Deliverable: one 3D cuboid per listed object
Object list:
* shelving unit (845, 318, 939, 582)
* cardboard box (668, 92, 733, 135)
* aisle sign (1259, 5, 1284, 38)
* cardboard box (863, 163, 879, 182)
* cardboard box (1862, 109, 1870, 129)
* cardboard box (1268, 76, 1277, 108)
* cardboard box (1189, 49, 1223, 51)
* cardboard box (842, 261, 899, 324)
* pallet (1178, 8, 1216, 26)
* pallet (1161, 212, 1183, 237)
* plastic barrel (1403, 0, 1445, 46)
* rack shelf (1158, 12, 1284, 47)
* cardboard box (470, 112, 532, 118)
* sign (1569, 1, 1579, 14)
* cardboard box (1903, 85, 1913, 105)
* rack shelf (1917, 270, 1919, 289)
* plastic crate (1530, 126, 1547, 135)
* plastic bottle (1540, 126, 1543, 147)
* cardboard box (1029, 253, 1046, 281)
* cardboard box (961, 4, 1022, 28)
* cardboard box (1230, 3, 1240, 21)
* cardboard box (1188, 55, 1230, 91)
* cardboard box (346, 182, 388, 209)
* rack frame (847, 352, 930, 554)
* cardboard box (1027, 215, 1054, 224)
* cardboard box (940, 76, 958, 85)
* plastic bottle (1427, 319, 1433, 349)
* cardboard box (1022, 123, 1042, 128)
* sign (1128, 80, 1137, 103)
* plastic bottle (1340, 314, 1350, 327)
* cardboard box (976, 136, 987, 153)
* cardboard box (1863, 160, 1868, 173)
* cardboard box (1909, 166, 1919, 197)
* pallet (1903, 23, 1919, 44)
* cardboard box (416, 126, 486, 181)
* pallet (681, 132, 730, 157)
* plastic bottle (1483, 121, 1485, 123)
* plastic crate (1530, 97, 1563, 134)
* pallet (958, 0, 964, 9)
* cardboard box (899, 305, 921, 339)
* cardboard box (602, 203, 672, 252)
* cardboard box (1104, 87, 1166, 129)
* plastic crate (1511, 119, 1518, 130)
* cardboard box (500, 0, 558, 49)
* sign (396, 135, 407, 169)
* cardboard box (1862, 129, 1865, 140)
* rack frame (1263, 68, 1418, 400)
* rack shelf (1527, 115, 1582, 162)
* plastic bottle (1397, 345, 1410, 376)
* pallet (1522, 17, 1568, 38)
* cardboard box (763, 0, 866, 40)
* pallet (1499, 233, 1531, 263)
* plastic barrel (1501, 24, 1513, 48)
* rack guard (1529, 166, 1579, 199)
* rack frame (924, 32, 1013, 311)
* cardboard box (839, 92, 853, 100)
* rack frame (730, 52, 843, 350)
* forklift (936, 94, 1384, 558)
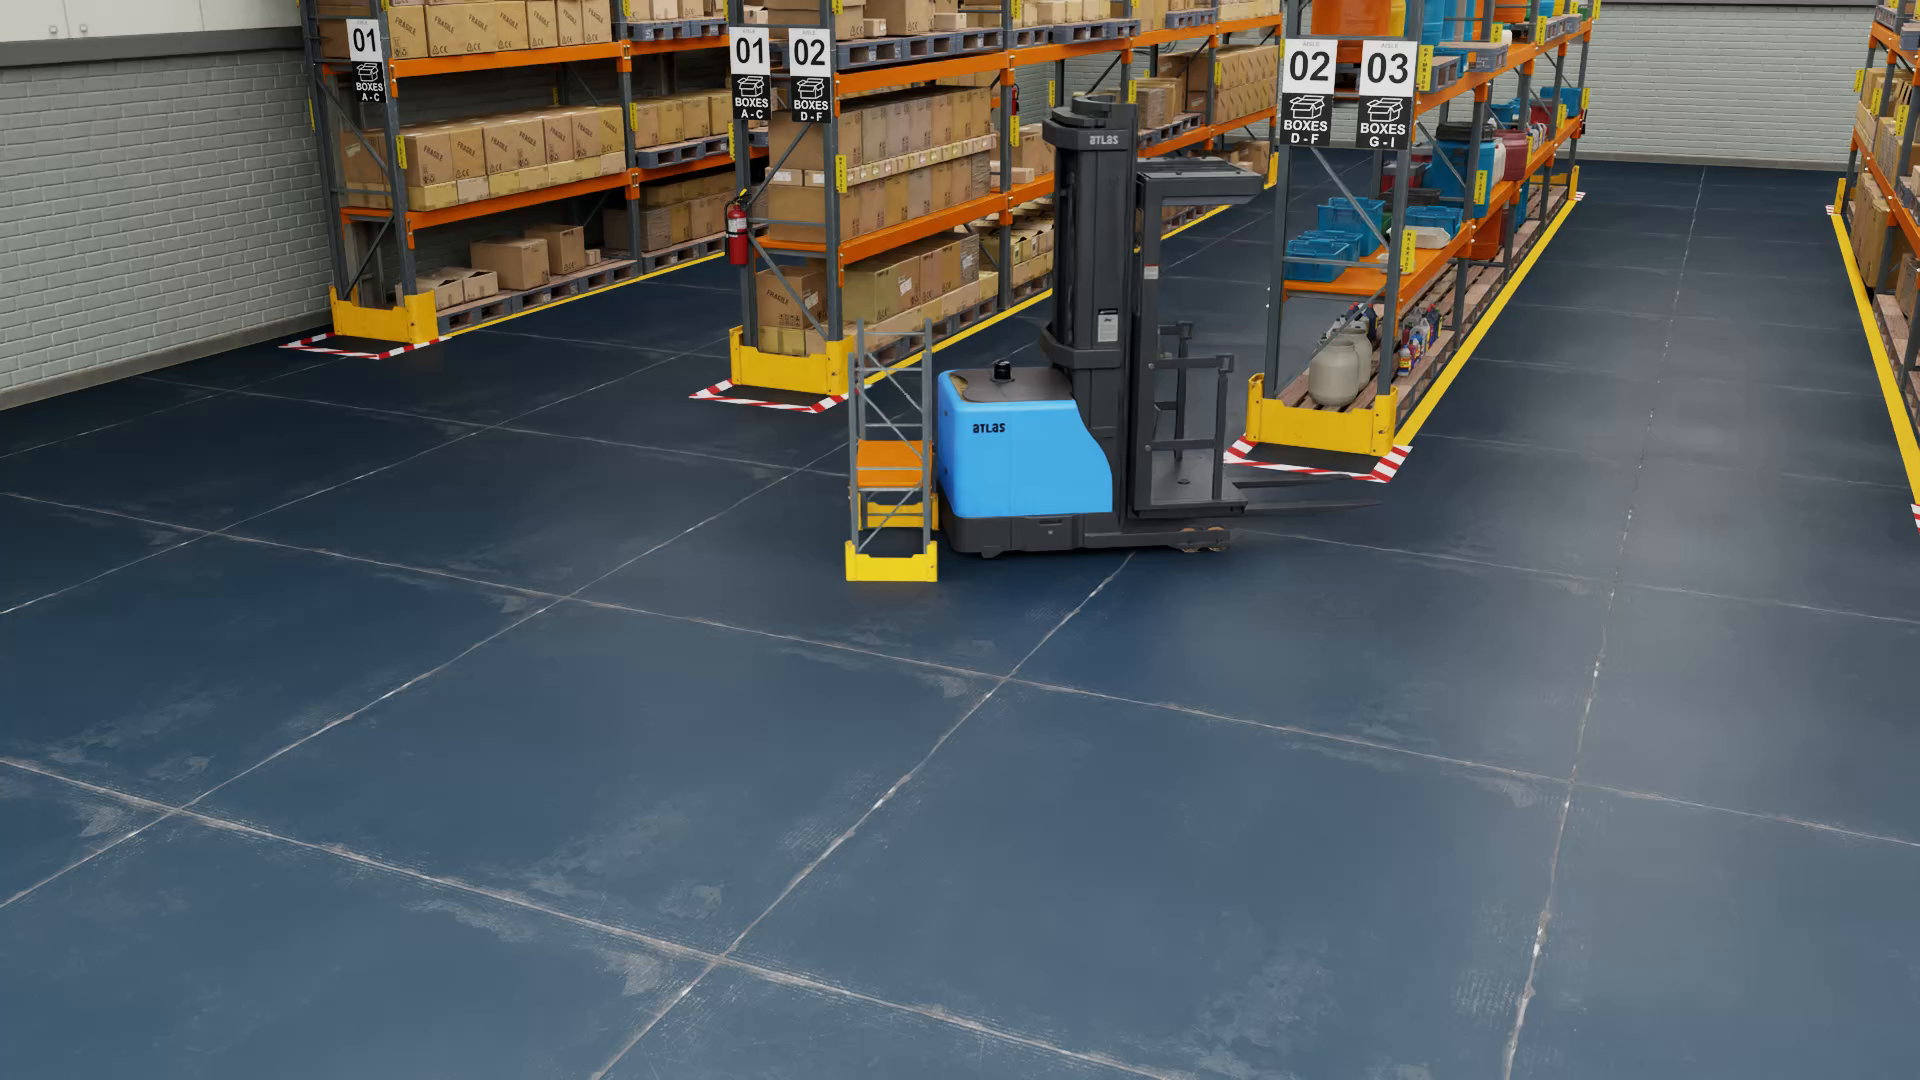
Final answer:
[{"bbox_3d":[-0.443,-0.620,10.972,0.587,1.500,1.083,0,20,0],"label":"shelving unit"},{"bbox_3d":[-3.470,-5.712,22.247,0.700,0.500,0.500,9,21,23],"label":"cardboard box"},{"bbox_3d":[5.308,-8.957,28.298,0.394,0.787,0.004,9,21,23],"label":"aisle sign"},{"bbox_3d":[-0.985,-3.462,15.611,0.380,0.149,0.250,9,21,23],"label":"cardboard box"},{"bbox_3d":[12.969,-5.879,23.304,0.500,0.250,0.500,8,21,22],"label":"cardboard box"},{"bbox_3d":[5.065,-7.626,28.286,0.500,0.500,0.500,9,22,24],"label":"cardboard box"},{"bbox_3d":[3.954,-7.703,27.012,0.500,0.500,0.500,8,21,22],"label":"cardboard box"},{"bbox_3d":[-0.926,-2.404,16.110,0.500,0.500,0.500,9,21,23],"label":"cardboard box"},{"bbox_3d":[3.031,-7.665,24.350,1.213,0.211,1.003,9,21,23],"label":"pallet"},{"bbox_3d":[2.566,-4.588,24.056,1.003,0.211,1.213,9,21,23],"label":"pallet"},{"bbox_3d":[4.099,-4.962,15.093,0.600,0.901,0.708,9,21,23],"label":"plastic barrel"},{"bbox_3d":[4.181,-8.216,26.692,1.077,0.370,4.000,9,21,23],"label":"rack shelf"},{"bbox_3d":[-5.242,-4.631,19.090,0.500,0.500,0.500,9,22,24],"label":"cardboard box"},{"bbox_3d":[8.381,-7.191,22.723,0.100,0.325,0.005,9,21,23],"label":"sign"},{"bbox_3d":[11.613,-5.093,19.667,0.797,0.503,0.637,9,22,24],"label":"cardboard box"},{"bbox_3d":[8.304,-1.774,13.054,1.077,0.370,4.000,9,21,23],"label":"rack shelf"},{"bbox_3d":[8.201,-5.876,23.820,0.396,0.136,0.243,9,21,23],"label":"plastic crate"},{"bbox_3d":[7.864,-5.515,22.684,0.152,0.276,0.135,9,21,23],"label":"plastic bottle"},{"bbox_3d":[0.688,-3.233,19.559,0.500,0.250,0.500,9,22,24],"label":"cardboard box"},{"bbox_3d":[0.347,-5.812,18.456,0.500,0.250,0.500,11,22,28],"label":"cardboard box"},{"bbox_3d":[3.996,-8.140,25.628,0.500,0.250,0.500,9,21,23],"label":"cardboard box"},{"bbox_3d":[3.812,-7.154,25.467,0.500,0.500,0.500,9,22,24],"label":"cardboard box"},{"bbox_3d":[-6.058,-3.649,17.446,0.500,0.250,0.500,9,21,23],"label":"cardboard box"},{"bbox_3d":[-0.442,-0.446,10.485,0.500,1.500,0.032,0,20,0],"label":"rack frame"},{"bbox_3d":[1.111,-3.814,20.356,0.500,0.311,0.500,9,22,24],"label":"cardboard box"},{"bbox_3d":[-0.618,-7.736,28.298,0.980,0.700,0.700,8,21,21],"label":"cardboard box"},{"bbox_3d":[4.496,-1.981,15.959,0.061,0.283,0.133,10,22,26],"label":"plastic bottle"},{"bbox_3d":[1.052,-4.840,20.451,0.500,0.500,0.500,7,21,20],"label":"cardboard box"},{"bbox_3d":[2.232,-5.778,21.511,0.100,0.325,0.005,9,21,23],"label":"sign"},{"bbox_3d":[3.643,-1.986,15.873,0.144,0.351,0.185,8,21,22],"label":"plastic bottle"},{"bbox_3d":[0.067,-4.250,17.825,0.380,0.149,0.250,8,21,22],"label":"cardboard box"},{"bbox_3d":[13.475,-5.105,23.890,0.875,0.875,0.875,9,21,23],"label":"cardboard box"},{"bbox_3d":[9.864,-3.594,16.694,0.500,0.250,0.500,8,21,21],"label":"cardboard box"},{"bbox_3d":[11.431,-5.818,19.157,1.003,0.211,1.213,10,22,25],"label":"pallet"},{"bbox_3d":[-5.391,-4.087,17.559,0.500,0.500,0.500,9,21,23],"label":"cardboard box"},{"bbox_3d":[-3.570,-5.285,22.139,1.003,0.211,1.213,9,21,23],"label":"pallet"},{"bbox_3d":[7.286,-5.700,23.195,0.061,0.283,0.133,9,21,23],"label":"plastic bottle"},{"bbox_3d":[8.474,-6.147,24.090,0.402,0.464,0.583,9,21,23],"label":"plastic crate"},{"bbox_3d":[-0.313,-9.201,28.519,1.003,0.211,1.213,9,21,23],"label":"pallet"},{"bbox_3d":[-0.722,-2.204,16.666,0.500,0.250,0.500,9,21,23],"label":"cardboard box"},{"bbox_3d":[-4.148,-4.020,21.371,0.700,0.500,0.500,9,22,25],"label":"cardboard box"},{"bbox_3d":[2.428,-6.014,23.127,0.700,0.500,0.500,13,23,33],"label":"cardboard box"},{"bbox_3d":[8.093,-6.127,24.542,0.437,0.125,0.590,9,21,23],"label":"plastic crate"},{"bbox_3d":[-4.827,-5.717,18.413,0.500,0.500,0.500,8,21,21],"label":"cardboard box"},{"bbox_3d":[-5.577,-3.874,16.594,0.100,0.325,0.005,9,21,23],"label":"sign"},{"bbox_3d":[12.856,-5.660,23.283,0.380,0.149,0.250,9,21,24],"label":"cardboard box"},{"bbox_3d":[2.966,-2.181,13.126,1.000,3.000,0.127,9,21,23],"label":"rack frame"},{"bbox_3d":[8.699,-6.122,25.280,1.077,0.370,4.000,9,21,23],"label":"rack shelf"},{"bbox_3d":[3.993,-1.615,14.947,0.097,0.271,0.097,0,20,0],"label":"plastic bottle"},{"bbox_3d":[7.186,-6.574,21.282,1.003,0.211,1.213,9,21,23],"label":"pallet"},{"bbox_3d":[-1.312,-4.763,14.919,0.797,0.503,0.637,10,22,26],"label":"cardboard box"},{"bbox_3d":[7.028,-3.931,22.208,1.003,0.211,1.213,9,21,23],"label":"pallet"},{"bbox_3d":[5.934,-5.554,18.340,0.301,0.262,0.301,0,20,0],"label":"plastic barrel"},{"bbox_3d":[9.516,-5.904,27.323,1.175,0.500,0.348,9,21,23],"label":"rack guard"},{"bbox_3d":[0.086,-4.085,18.478,1.000,3.000,0.127,9,21,23],"label":"rack frame"},{"bbox_3d":[-1.937,-6.607,24.946,0.500,0.500,0.500,8,21,22],"label":"cardboard box"},{"bbox_3d":[-1.552,-2.862,15.040,1.000,3.000,0.127,9,21,23],"label":"rack frame"},{"bbox_3d":[1.391,-1.467,11.219,3.031,2.935,1.130,-3,20,-7],"label":"forklift"}]
